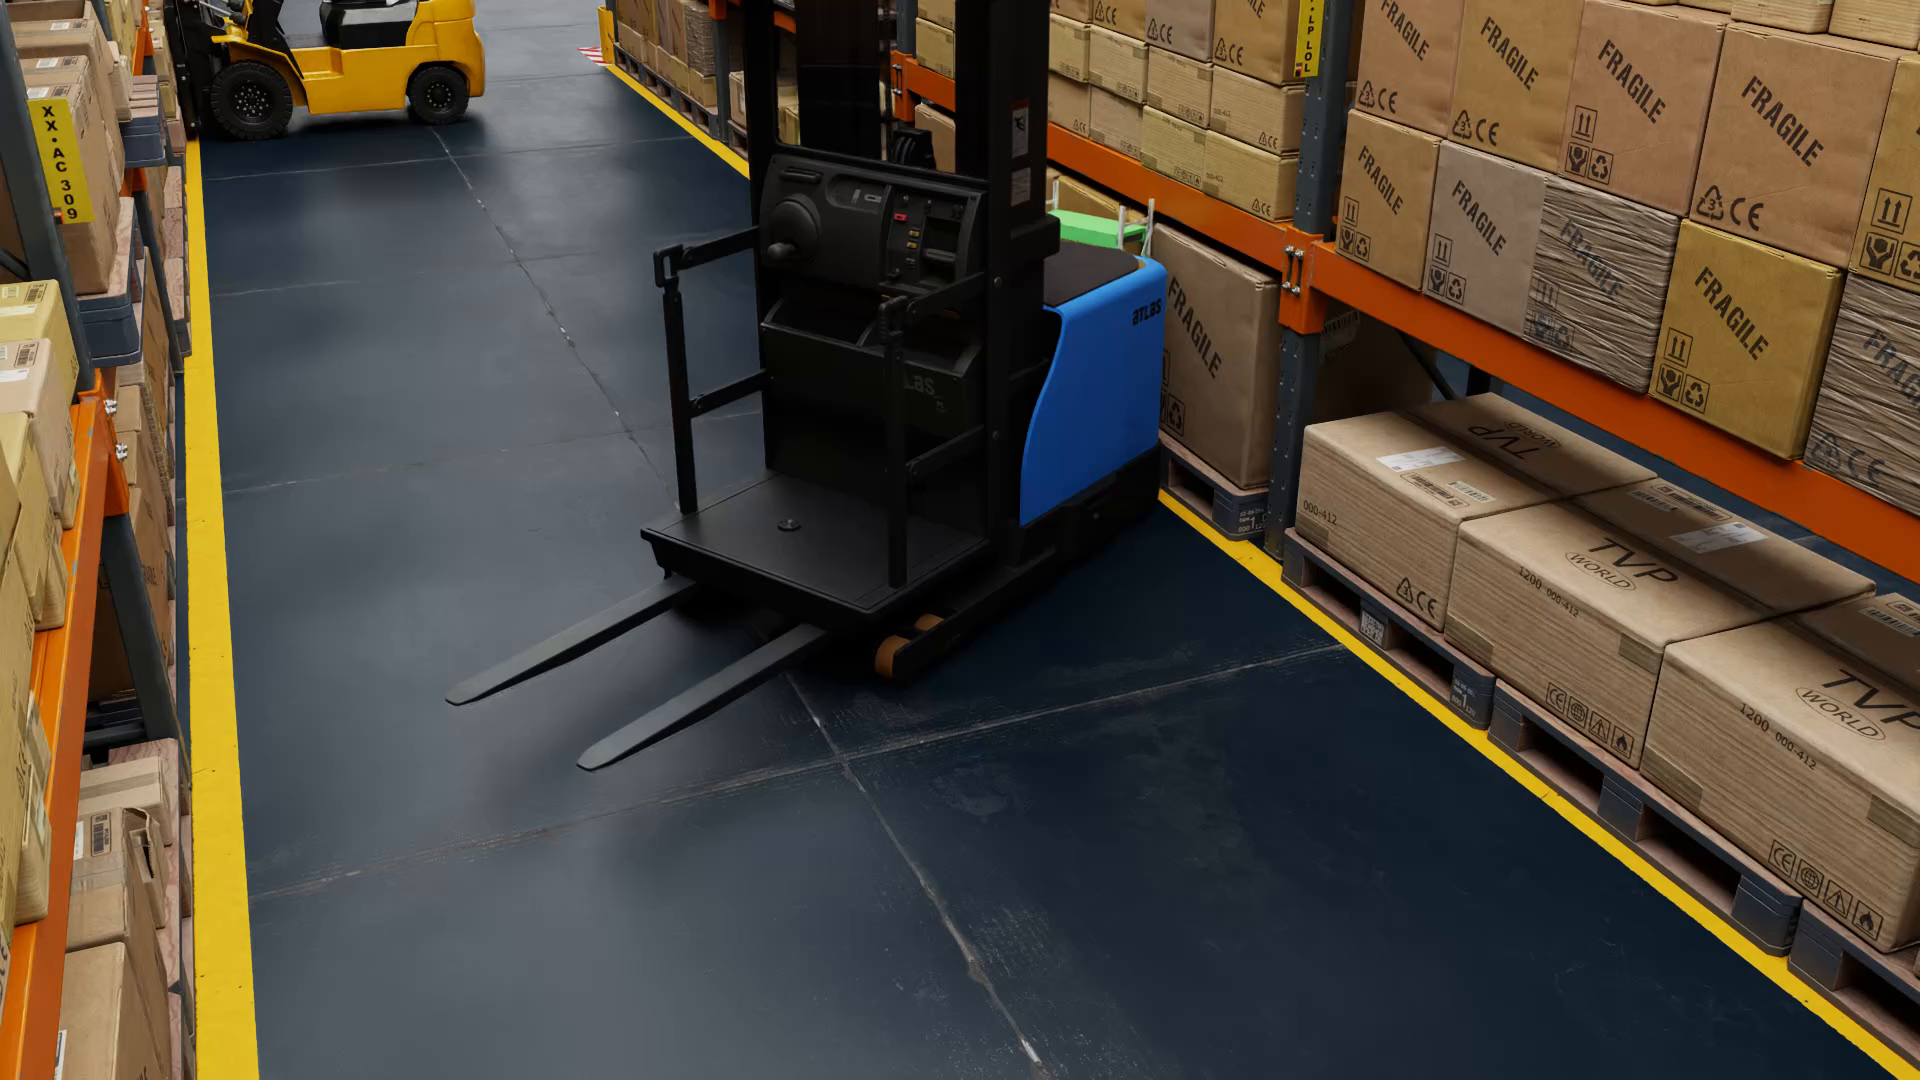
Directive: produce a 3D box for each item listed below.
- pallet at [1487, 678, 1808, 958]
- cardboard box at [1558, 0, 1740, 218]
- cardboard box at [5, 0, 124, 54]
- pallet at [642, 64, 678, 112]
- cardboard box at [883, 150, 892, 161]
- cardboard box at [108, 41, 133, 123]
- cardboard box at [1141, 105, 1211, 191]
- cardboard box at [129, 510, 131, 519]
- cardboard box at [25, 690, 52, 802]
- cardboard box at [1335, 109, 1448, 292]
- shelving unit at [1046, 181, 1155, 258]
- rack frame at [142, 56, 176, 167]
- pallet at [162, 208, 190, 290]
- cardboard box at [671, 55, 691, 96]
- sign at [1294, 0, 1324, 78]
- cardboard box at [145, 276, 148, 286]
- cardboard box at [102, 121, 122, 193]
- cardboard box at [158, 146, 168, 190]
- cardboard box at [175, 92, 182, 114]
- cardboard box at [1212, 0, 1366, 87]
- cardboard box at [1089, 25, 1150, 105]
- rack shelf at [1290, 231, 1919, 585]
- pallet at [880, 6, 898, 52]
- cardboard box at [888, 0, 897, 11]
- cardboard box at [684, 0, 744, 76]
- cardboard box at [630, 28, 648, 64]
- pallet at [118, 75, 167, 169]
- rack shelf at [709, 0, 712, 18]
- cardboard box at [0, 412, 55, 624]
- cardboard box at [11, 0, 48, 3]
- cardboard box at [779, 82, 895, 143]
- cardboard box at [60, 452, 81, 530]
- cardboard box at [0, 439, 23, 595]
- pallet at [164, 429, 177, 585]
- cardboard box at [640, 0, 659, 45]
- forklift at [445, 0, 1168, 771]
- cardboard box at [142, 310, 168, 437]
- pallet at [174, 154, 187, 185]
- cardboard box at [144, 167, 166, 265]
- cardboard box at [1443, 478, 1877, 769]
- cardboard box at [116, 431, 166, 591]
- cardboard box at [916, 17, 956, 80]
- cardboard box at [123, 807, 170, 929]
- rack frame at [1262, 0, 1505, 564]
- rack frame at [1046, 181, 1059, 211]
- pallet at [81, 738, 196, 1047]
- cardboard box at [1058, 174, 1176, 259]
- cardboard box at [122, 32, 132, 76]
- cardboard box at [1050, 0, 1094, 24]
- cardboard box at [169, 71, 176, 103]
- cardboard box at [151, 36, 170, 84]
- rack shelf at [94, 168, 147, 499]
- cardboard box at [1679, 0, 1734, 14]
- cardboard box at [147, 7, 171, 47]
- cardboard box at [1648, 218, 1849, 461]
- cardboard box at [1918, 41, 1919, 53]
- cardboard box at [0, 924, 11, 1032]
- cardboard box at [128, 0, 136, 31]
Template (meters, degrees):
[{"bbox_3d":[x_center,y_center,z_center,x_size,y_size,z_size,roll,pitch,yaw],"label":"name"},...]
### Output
[{"bbox_3d":[2.404,0.701,5.073,1.003,0.211,1.213,-11,28,-21],"label":"pallet"},{"bbox_3d":[2.043,-1.212,4.560,0.500,0.500,0.500,-10,28,-20],"label":"cardboard box"},{"bbox_3d":[-4.361,-2.508,8.070,0.500,0.250,0.500,-11,28,-21],"label":"cardboard box"},{"bbox_3d":[-2.213,-4.100,14.907,1.003,0.211,1.213,-11,28,-21],"label":"pallet"},{"bbox_3d":[-0.082,-2.218,10.390,0.950,0.372,0.625,-13,29,-24],"label":"cardboard box"},{"bbox_3d":[-3.724,-1.877,6.867,0.500,0.250,0.500,-12,28,-23],"label":"cardboard box"},{"bbox_3d":[1.091,-1.641,6.864,0.500,0.250,0.500,-11,28,-21],"label":"cardboard box"},{"bbox_3d":[-2.765,-0.058,5.082,0.380,0.149,0.250,-9,28,-18],"label":"cardboard box"},{"bbox_3d":[-1.759,0.405,2.787,0.380,0.149,0.250,-10,28,-19],"label":"cardboard box"},{"bbox_3d":[1.640,-1.176,5.625,0.500,0.500,0.500,-10,28,-19],"label":"cardboard box"},{"bbox_3d":[0.515,-0.902,7.210,0.503,1.200,0.258,19,28,34],"label":"shelving unit"},{"bbox_3d":[-6.002,-3.741,10.992,1.000,3.000,0.127,-11,28,-21],"label":"rack frame"},{"bbox_3d":[-5.196,-1.704,9.998,1.003,0.211,1.213,-11,28,-21],"label":"pallet"},{"bbox_3d":[-2.133,-3.954,14.084,0.500,0.250,0.500,-11,28,-22],"label":"cardboard box"},{"bbox_3d":[1.201,-1.753,5.692,0.100,0.325,0.005,-11,28,-21],"label":"sign"},{"bbox_3d":[-3.874,-1.222,7.465,0.380,0.149,0.250,-12,29,-23],"label":"cardboard box"},{"bbox_3d":[-3.060,-1.266,5.599,0.396,0.266,0.258,-9,27,-18],"label":"cardboard box"},{"bbox_3d":[-5.787,-2.653,10.994,0.875,0.625,0.625,-9,28,-18],"label":"cardboard box"},{"bbox_3d":[-6.315,-3.353,12.854,0.500,0.250,0.500,-10,28,-20],"label":"cardboard box"},{"bbox_3d":[1.291,-1.997,6.167,0.500,0.500,0.500,-10,28,-19],"label":"cardboard box"},{"bbox_3d":[0.889,-2.067,7.167,0.500,0.250,0.500,-10,28,-19],"label":"cardboard box"},{"bbox_3d":[2.480,-0.235,4.632,1.077,0.370,4.000,-11,28,-21],"label":"rack shelf"},{"bbox_3d":[-0.247,-3.163,10.029,1.213,0.211,1.003,-11,28,-21],"label":"pallet"},{"bbox_3d":[-0.215,-3.148,9.586,0.380,0.149,0.250,-10,28,-19],"label":"cardboard box"},{"bbox_3d":[-1.915,-4.078,13.484,0.500,0.500,0.500,-11,28,-21],"label":"cardboard box"},{"bbox_3d":[-2.748,-4.582,15.372,0.500,0.250,0.500,-10,28,-19],"label":"cardboard box"},{"bbox_3d":[-4.105,-1.778,7.191,1.213,0.211,1.003,-11,28,-21],"label":"pallet"},{"bbox_3d":[-2.219,-5.079,14.554,1.077,0.370,4.000,-11,28,-21],"label":"rack shelf"},{"bbox_3d":[-2.052,-0.010,3.184,0.500,0.250,0.500,-11,28,-21],"label":"cardboard box"},{"bbox_3d":[-4.289,-2.641,7.888,0.380,0.149,0.250,-10,28,-19],"label":"cardboard box"},{"bbox_3d":[-0.944,-3.102,12.201,0.950,0.372,0.625,-9,27,-17],"label":"cardboard box"},{"bbox_3d":[-2.266,-0.111,3.844,0.380,0.149,0.250,-10,28,-19],"label":"cardboard box"},{"bbox_3d":[-1.820,-0.134,2.584,0.500,0.500,0.500,-10,28,-19],"label":"cardboard box"},{"bbox_3d":[-3.704,-0.073,6.659,1.003,0.211,1.213,-11,28,-21],"label":"pallet"},{"bbox_3d":[-2.534,-4.703,14.764,0.500,0.500,0.500,-10,28,-20],"label":"cardboard box"},{"bbox_3d":[-0.448,-1.063,5.586,1.130,2.935,3.031,18,31,32],"label":"forklift"},{"bbox_3d":[-3.678,-0.643,7.018,0.500,0.500,0.500,-9,28,-18],"label":"cardboard box"},{"bbox_3d":[-6.275,-2.816,12.276,1.003,0.211,1.213,-11,28,-21],"label":"pallet"},{"bbox_3d":[-4.930,-1.764,9.172,0.875,0.625,0.625,-10,28,-19],"label":"cardboard box"},{"bbox_3d":[2.195,0.231,5.301,0.875,0.438,0.875,-11,28,-22],"label":"cardboard box"},{"bbox_3d":[-3.069,-0.024,5.750,0.500,0.500,0.500,-11,28,-21],"label":"cardboard box"},{"bbox_3d":[0.091,-2.672,8.975,0.500,0.250,0.500,-11,28,-21],"label":"cardboard box"},{"bbox_3d":[-2.241,0.848,4.233,0.396,0.266,0.258,-10,28,-19],"label":"cardboard box"},{"bbox_3d":[1.697,-1.365,6.128,1.000,3.000,0.127,-11,28,-21],"label":"rack frame"},{"bbox_3d":[0.324,-0.969,7.346,0.015,1.200,0.240,19,28,34],"label":"rack frame"},{"bbox_3d":[-2.601,1.020,4.421,1.003,0.211,1.213,-11,28,-21],"label":"pallet"},{"bbox_3d":[1.019,-1.199,7.730,0.875,0.875,0.875,-10,28,-19],"label":"cardboard box"},{"bbox_3d":[-4.577,-2.483,8.588,0.500,0.250,0.500,-11,28,-22],"label":"cardboard box"},{"bbox_3d":[0.684,-2.619,7.441,0.500,0.500,0.500,-10,28,-20],"label":"cardboard box"},{"bbox_3d":[-6.106,-3.370,12.318,0.500,0.250,0.500,-11,28,-21],"label":"cardboard box"},{"bbox_3d":[-5.903,-3.392,11.795,0.500,0.250,0.500,-11,28,-21],"label":"cardboard box"},{"bbox_3d":[-3.652,-0.995,6.189,1.077,0.370,4.000,-11,28,-21],"label":"rack shelf"},{"bbox_3d":[2.128,-1.472,4.353,0.380,0.149,0.250,-11,28,-21],"label":"cardboard box"},{"bbox_3d":[-6.497,-4.012,13.065,0.500,0.250,0.500,-11,28,-22],"label":"cardboard box"},{"bbox_3d":[2.223,-0.562,4.368,0.500,0.500,0.500,-10,28,-19],"label":"cardboard box"},{"bbox_3d":[2.388,-1.152,3.699,0.380,0.149,0.250,-10,28,-19],"label":"cardboard box"},{"bbox_3d":[-1.430,0.605,1.925,0.500,0.250,0.500,-10,28,-20],"label":"cardboard box"},{"bbox_3d":[-5.196,-3.107,9.866,0.500,0.250,0.500,-10,28,-20],"label":"cardboard box"}]
